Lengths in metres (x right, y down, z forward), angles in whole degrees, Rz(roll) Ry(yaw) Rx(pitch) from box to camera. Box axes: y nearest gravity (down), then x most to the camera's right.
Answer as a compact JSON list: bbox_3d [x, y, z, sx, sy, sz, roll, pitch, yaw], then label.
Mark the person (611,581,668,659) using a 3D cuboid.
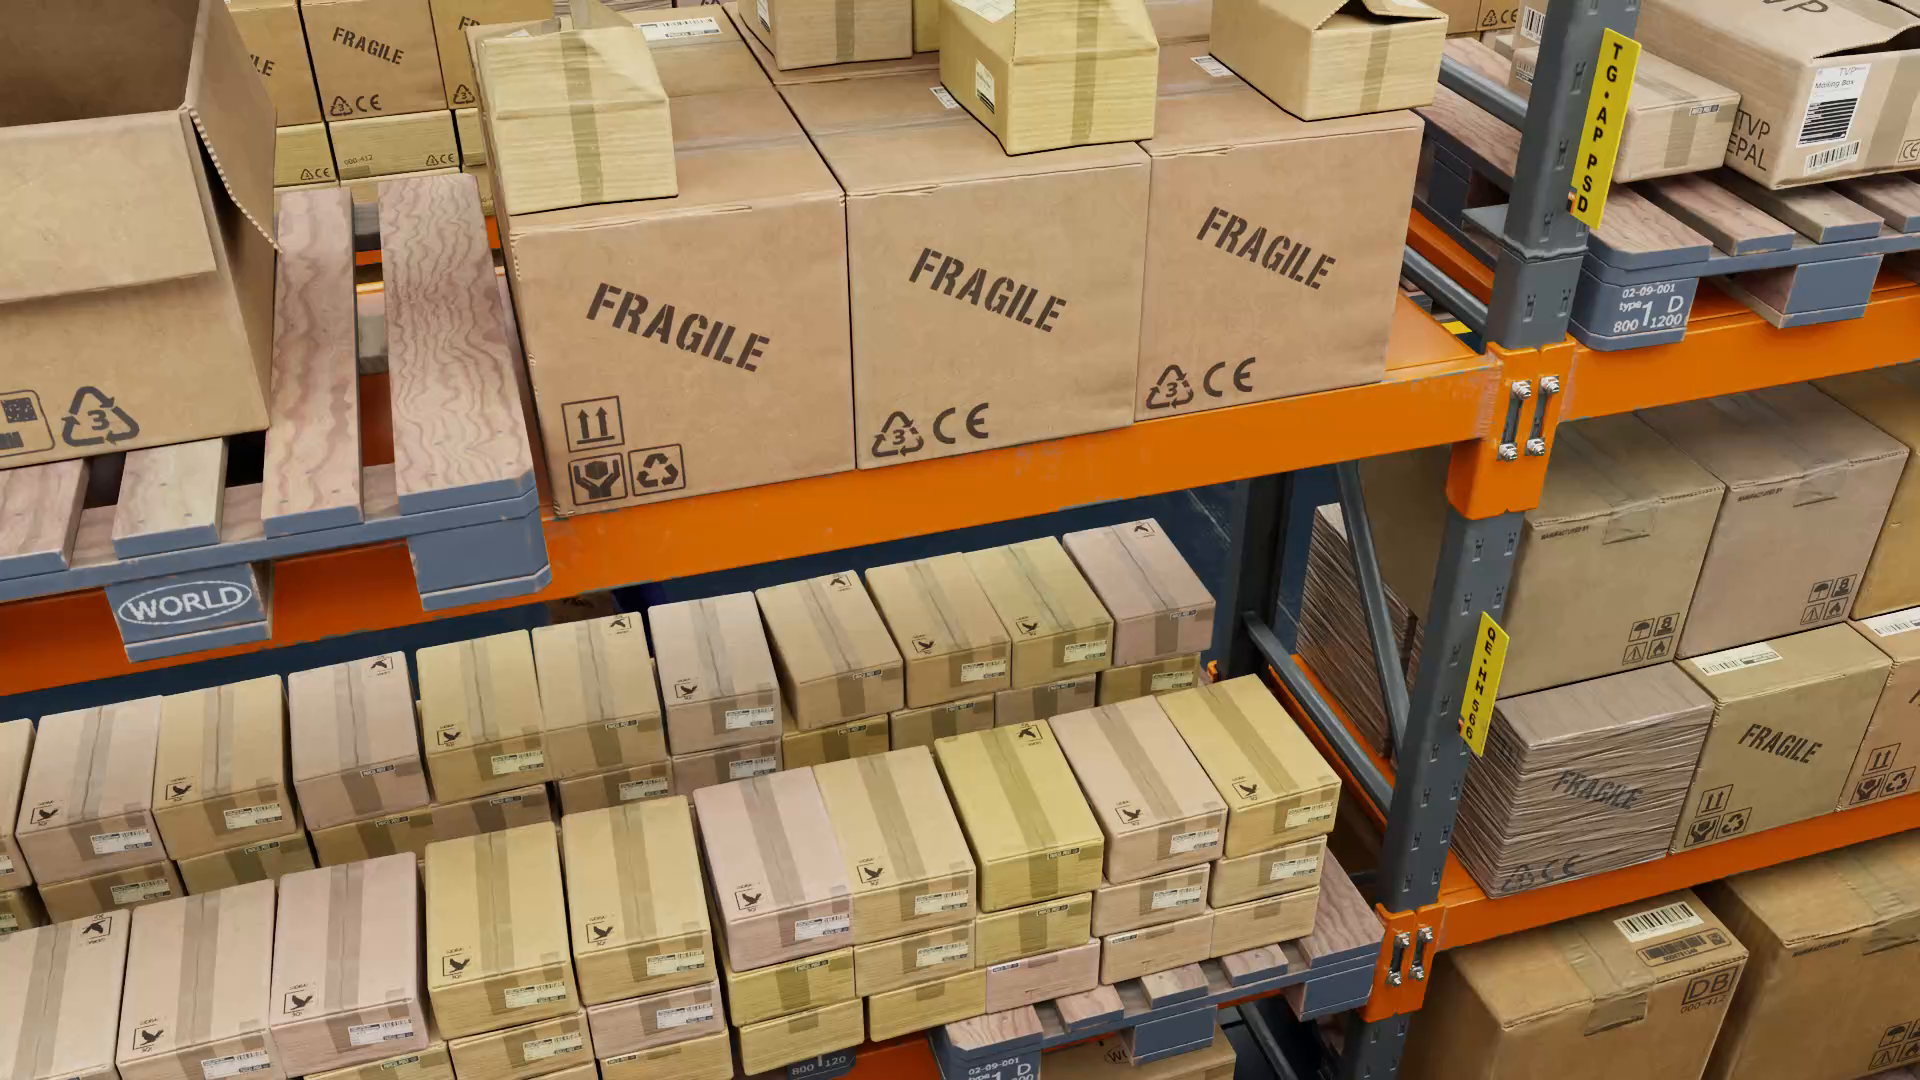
[{"bbox_3d":[-1.308,-0.221,6.474,0.372,1.654,0.530,-11,36,-16],"label":"person"}]
